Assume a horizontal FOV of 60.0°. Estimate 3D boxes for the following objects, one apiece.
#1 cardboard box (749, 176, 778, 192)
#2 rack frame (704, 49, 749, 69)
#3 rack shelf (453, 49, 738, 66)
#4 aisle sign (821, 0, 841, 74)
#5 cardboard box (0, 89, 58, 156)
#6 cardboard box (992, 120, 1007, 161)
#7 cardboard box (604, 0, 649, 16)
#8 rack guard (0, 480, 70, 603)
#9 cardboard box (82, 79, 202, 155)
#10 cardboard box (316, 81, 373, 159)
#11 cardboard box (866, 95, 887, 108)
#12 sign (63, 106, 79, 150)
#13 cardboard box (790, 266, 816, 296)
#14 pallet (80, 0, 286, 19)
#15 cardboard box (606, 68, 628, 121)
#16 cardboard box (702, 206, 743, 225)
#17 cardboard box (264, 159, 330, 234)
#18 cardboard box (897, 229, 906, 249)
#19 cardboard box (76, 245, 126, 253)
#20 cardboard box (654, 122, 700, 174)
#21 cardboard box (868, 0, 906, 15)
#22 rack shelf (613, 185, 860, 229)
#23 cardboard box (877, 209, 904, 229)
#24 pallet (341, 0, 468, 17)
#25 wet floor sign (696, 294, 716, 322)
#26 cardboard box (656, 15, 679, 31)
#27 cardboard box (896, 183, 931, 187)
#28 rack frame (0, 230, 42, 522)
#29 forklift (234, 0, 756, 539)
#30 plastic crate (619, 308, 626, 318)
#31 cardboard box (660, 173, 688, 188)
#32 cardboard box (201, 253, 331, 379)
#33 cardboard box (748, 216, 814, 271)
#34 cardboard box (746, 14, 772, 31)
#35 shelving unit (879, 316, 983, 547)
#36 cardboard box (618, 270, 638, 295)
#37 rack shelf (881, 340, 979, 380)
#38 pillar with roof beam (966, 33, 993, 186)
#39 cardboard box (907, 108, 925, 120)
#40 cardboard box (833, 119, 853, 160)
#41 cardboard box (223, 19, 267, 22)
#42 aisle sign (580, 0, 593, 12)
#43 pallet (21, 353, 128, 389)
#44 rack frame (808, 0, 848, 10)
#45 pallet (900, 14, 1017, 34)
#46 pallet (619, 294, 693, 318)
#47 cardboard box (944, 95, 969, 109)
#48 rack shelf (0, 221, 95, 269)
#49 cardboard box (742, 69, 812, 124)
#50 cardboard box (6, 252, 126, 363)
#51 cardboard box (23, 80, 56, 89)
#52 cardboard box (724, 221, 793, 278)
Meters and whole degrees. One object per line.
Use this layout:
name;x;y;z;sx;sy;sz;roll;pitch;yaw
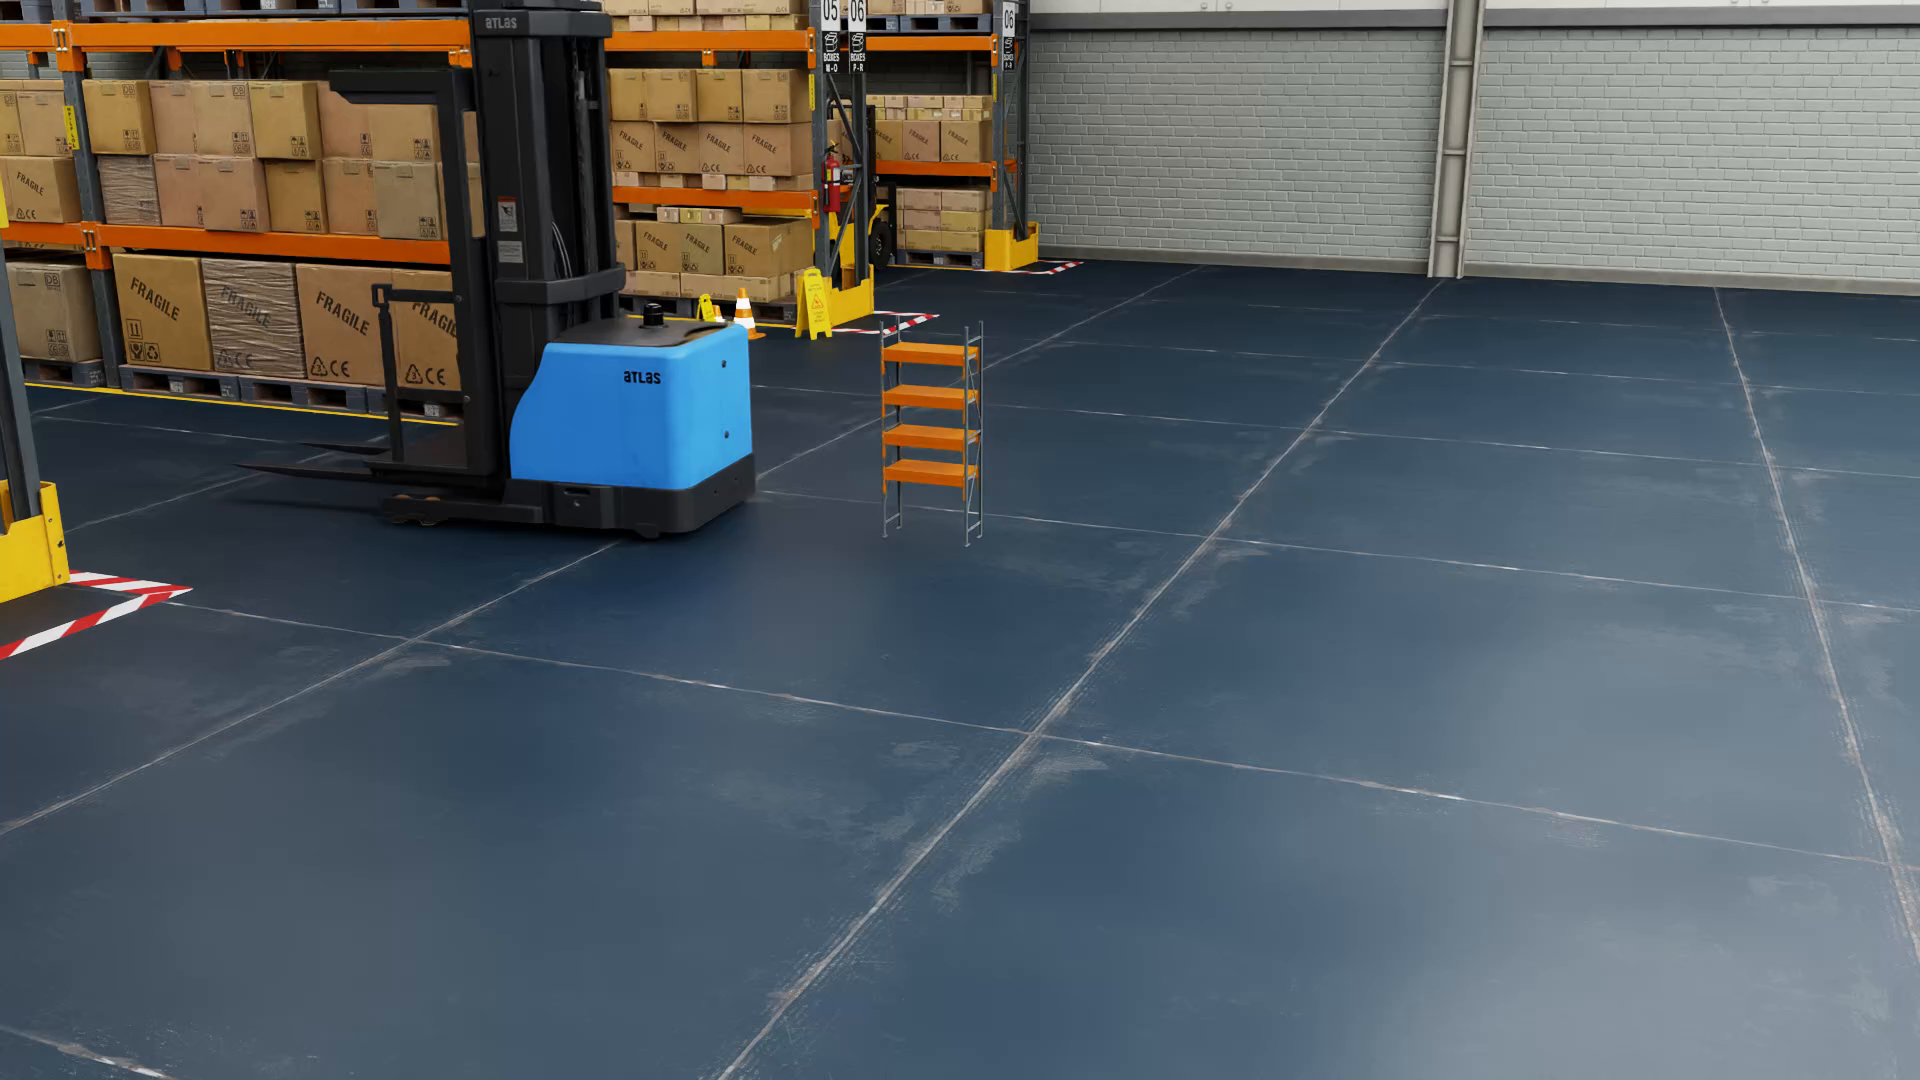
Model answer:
cardboard box;-1.881;-3.529;16.401;0.250;0.149;0.380;6;17;20
rack frame;-3.082;-5.367;22.280;0.127;3.000;1.000;6;17;21
rack shelf;-4.942;-6.666;22.667;4.000;0.370;1.077;6;17;21
aisle sign;-1.227;-4.837;15.791;0.004;0.787;0.394;6;17;21
cardboard box;-7.565;-3.415;13.582;0.500;0.500;0.700;6;17;20
cardboard box;0.280;-5.128;21.279;0.500;0.500;0.500;7;18;22
cardboard box;-3.176;-5.318;16.468;0.500;0.250;0.500;6;17;21
rack guard;-4.885;0.093;7.957;0.348;0.500;1.175;6;17;21
cardboard box;-6.291;-3.329;13.054;0.550;0.550;0.875;6;17;21
cardboard box;-4.248;-3.139;12.401;0.550;0.550;0.875;6;17;21
cardboard box;-0.995;-5.547;21.023;0.250;0.149;0.380;7;17;22
sign;-6.812;-3.161;12.748;0.005;0.325;0.100;6;17;21
cardboard box;-1.828;-2.705;17.291;0.500;0.250;0.500;6;17;20
pallet;-5.865;-4.096;12.683;1.213;0.211;1.003;6;17;21
cardboard box;-3.646;-4.533;16.900;0.500;0.500;0.700;6;17;19
cardboard box;-2.386;-3.257;16.683;0.250;0.149;0.380;7;18;22
cardboard box;-4.765;-2.658;12.680;0.500;0.550;0.875;6;17;21
cardboard box;-0.835;-3.912;21.447;0.500;0.250;0.500;6;17;21
cardboard box;-10.061;-3.854;20.127;0.875;0.875;0.875;7;17;21
cardboard box;-2.713;-3.949;16.684;0.500;0.500;0.500;6;17;20
cardboard box;-0.778;-6.809;20.754;0.500;0.500;0.700;6;17;21
rack shelf;-3.039;-3.529;17.240;4.000;0.370;1.077;6;17;21
cardboard box;-0.879;-4.149;21.367;0.500;0.250;0.500;6;17;19
pallet;-3.595;-3.847;11.823;1.213;0.211;1.003;6;17;21
wet floor sign;-2.147;-1.756;14.064;0.232;0.644;0.267;3;17;11
cardboard box;-2.794;-5.092;16.404;0.250;0.149;0.380;6;17;19
cardboard box;-0.666;-4.521;21.753;0.500;0.250;0.500;6;17;20
rack frame;-4.815;-1.100;7.582;0.127;3.000;1.000;6;17;21
forklift;-2.793;-1.622;9.505;3.031;2.935;1.130;4;17;15
plastic crate;-3.740;-2.304;16.966;0.583;0.080;0.402;0;16;1
cardboard box;-2.820;-3.645;16.799;0.250;0.149;0.380;6;17;20
cardboard box;-5.223;-1.793;13.026;0.875;0.875;0.875;6;17;21
cardboard box;-1.850;-3.068;17.194;0.500;0.500;0.500;6;17;19
cardboard box;-1.857;-4.971;15.986;0.250;0.149;0.380;6;17;21
shelving unit;-0.154;-0.593;9.065;0.503;1.200;0.258;6;17;21
cardboard box;-3.455;-2.725;17.357;0.500;0.250;0.500;6;17;20
rack shelf;-0.154;-0.971;8.955;0.480;0.148;0.258;6;17;21
pillar with roof beam;-1.257;-7.027;17.239;0.400;9.000;9.100;6;17;21
cardboard box;-0.480;-5.369;20.945;0.250;0.149;0.380;6;17;20
cardboard box;-1.343;-5.144;21.334;0.500;0.500;0.500;6;17;21
cardboard box;-7.743;-5.877;18.479;0.500;0.500;0.700;6;17;21
aisle sign;-2.725;-3.695;11.858;0.004;0.787;0.394;6;17;21
pallet;-7.367;-1.505;13.980;1.213;0.211;1.003;6;17;21
rack frame;-1.179;-6.551;15.598;0.127;3.000;1.000;6;17;21
pallet;-0.009;-6.435;20.737;1.213;0.211;1.003;6;17;21
pallet;-3.123;-2.556;17.600;1.213;0.211;1.003;6;17;21
cardboard box;-0.012;-5.459;20.722;0.250;0.149;0.380;6;17;21
rack shelf;-8.482;-2.644;14.192;4.000;0.370;1.077;6;17;21
cardboard box;-1.734;-4.337;16.225;0.500;0.500;0.700;6;17;19
cardboard box;-7.232;-1.946;13.780;0.750;0.750;1.050;6;17;20
cardboard box;-10.605;-5.158;19.588;0.500;0.500;0.500;6;17;20
cardboard box;-2.020;-2.926;16.704;0.500;0.500;0.500;6;17;21
